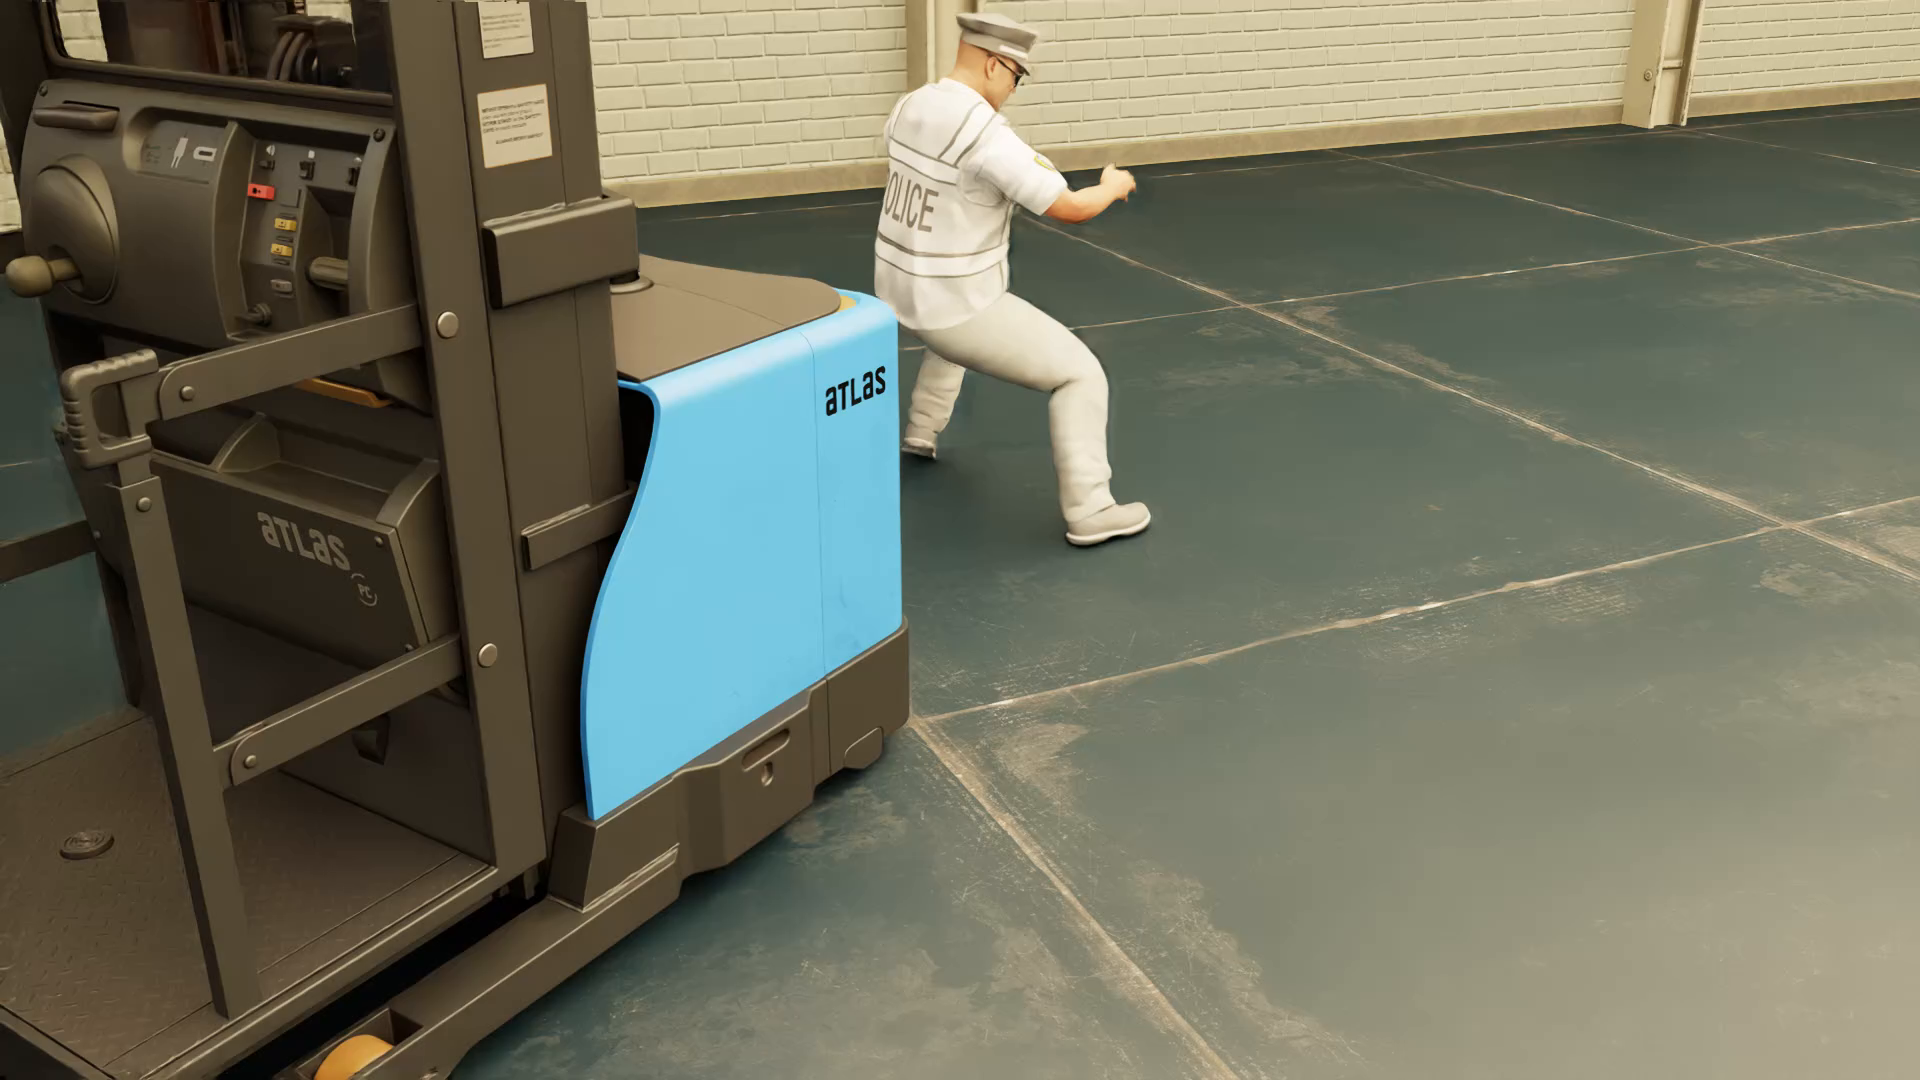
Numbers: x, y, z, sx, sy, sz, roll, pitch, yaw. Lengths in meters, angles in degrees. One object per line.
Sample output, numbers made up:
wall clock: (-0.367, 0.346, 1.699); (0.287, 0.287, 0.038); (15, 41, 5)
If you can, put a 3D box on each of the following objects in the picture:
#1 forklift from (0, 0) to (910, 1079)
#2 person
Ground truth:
forklift: (-1.347, -0.512, 2.518); (1.130, 2.935, 3.031); (14, 26, 30)
person: (0.125, -0.845, 5.162); (0.772, 1.526, 1.044); (-13, 26, -29)
